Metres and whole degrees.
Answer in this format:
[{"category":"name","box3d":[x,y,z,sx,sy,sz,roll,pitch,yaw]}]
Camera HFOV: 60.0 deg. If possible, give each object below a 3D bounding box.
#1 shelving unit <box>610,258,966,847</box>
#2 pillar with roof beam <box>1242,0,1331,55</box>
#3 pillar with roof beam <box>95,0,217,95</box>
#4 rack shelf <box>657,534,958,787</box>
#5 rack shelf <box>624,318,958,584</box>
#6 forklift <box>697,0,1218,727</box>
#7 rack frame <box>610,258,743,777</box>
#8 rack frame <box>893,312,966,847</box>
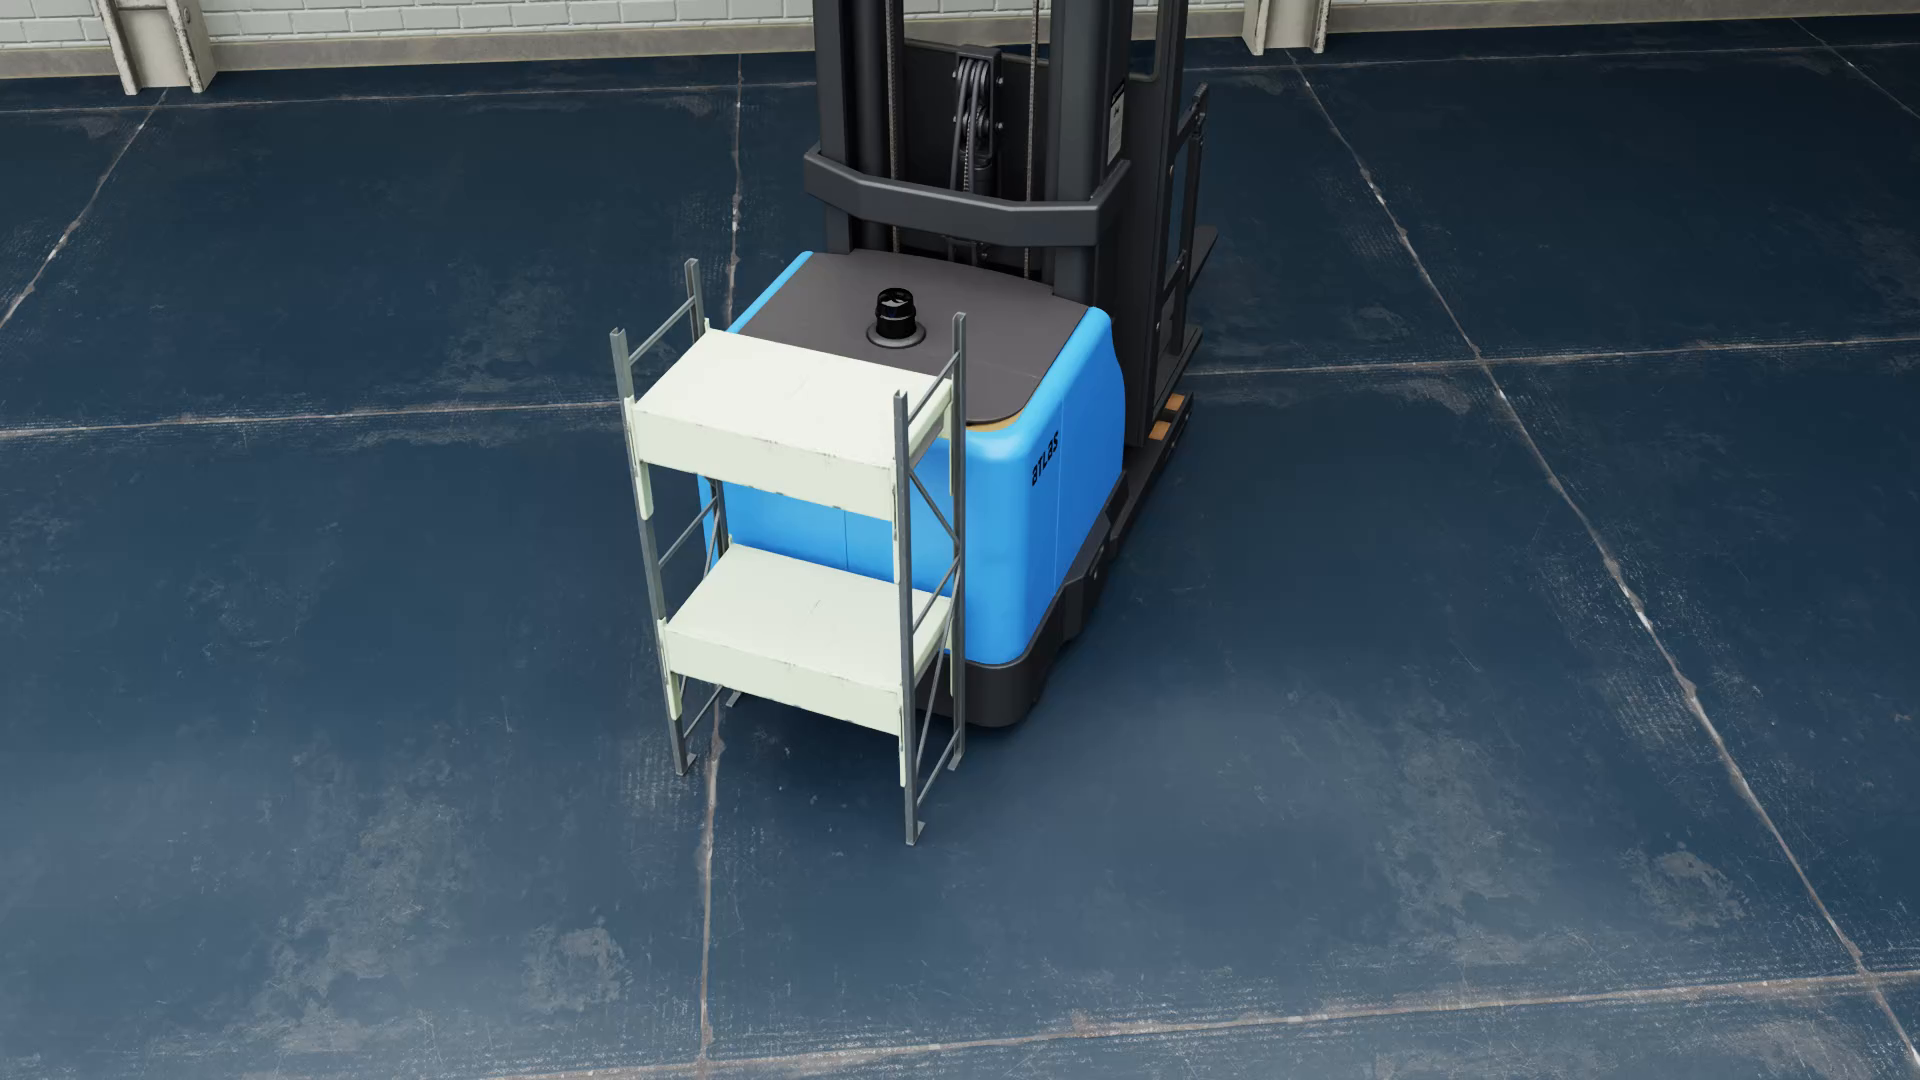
[{"category":"shelving unit","box3d":[-0.409,0.070,4.450,0.755,1.500,0.431,14,40,17]},{"category":"pillar with roof beam","box3d":[2.174,-3.642,3.101,0.400,9.000,9.100,-3,38,-4]},{"category":"pillar with roof beam","box3d":[-3.803,-3.313,2.684,0.400,9.000,9.100,-3,38,-4]},{"category":"rack shelf","box3d":[-0.409,0.326,4.652,0.720,0.370,0.431,14,40,17]},{"category":"rack shelf","box3d":[-0.409,-0.236,4.208,0.720,0.370,0.431,14,40,17]},{"category":"forklift","box3d":[0.228,-1.510,5.297,1.130,2.935,3.031,14,40,17]},{"category":"rack frame","box3d":[-0.749,-0.013,4.555,0.023,1.500,0.400,14,40,17]},{"category":"rack frame","box3d":[-0.068,0.153,4.345,0.023,1.500,0.400,14,40,17]}]
